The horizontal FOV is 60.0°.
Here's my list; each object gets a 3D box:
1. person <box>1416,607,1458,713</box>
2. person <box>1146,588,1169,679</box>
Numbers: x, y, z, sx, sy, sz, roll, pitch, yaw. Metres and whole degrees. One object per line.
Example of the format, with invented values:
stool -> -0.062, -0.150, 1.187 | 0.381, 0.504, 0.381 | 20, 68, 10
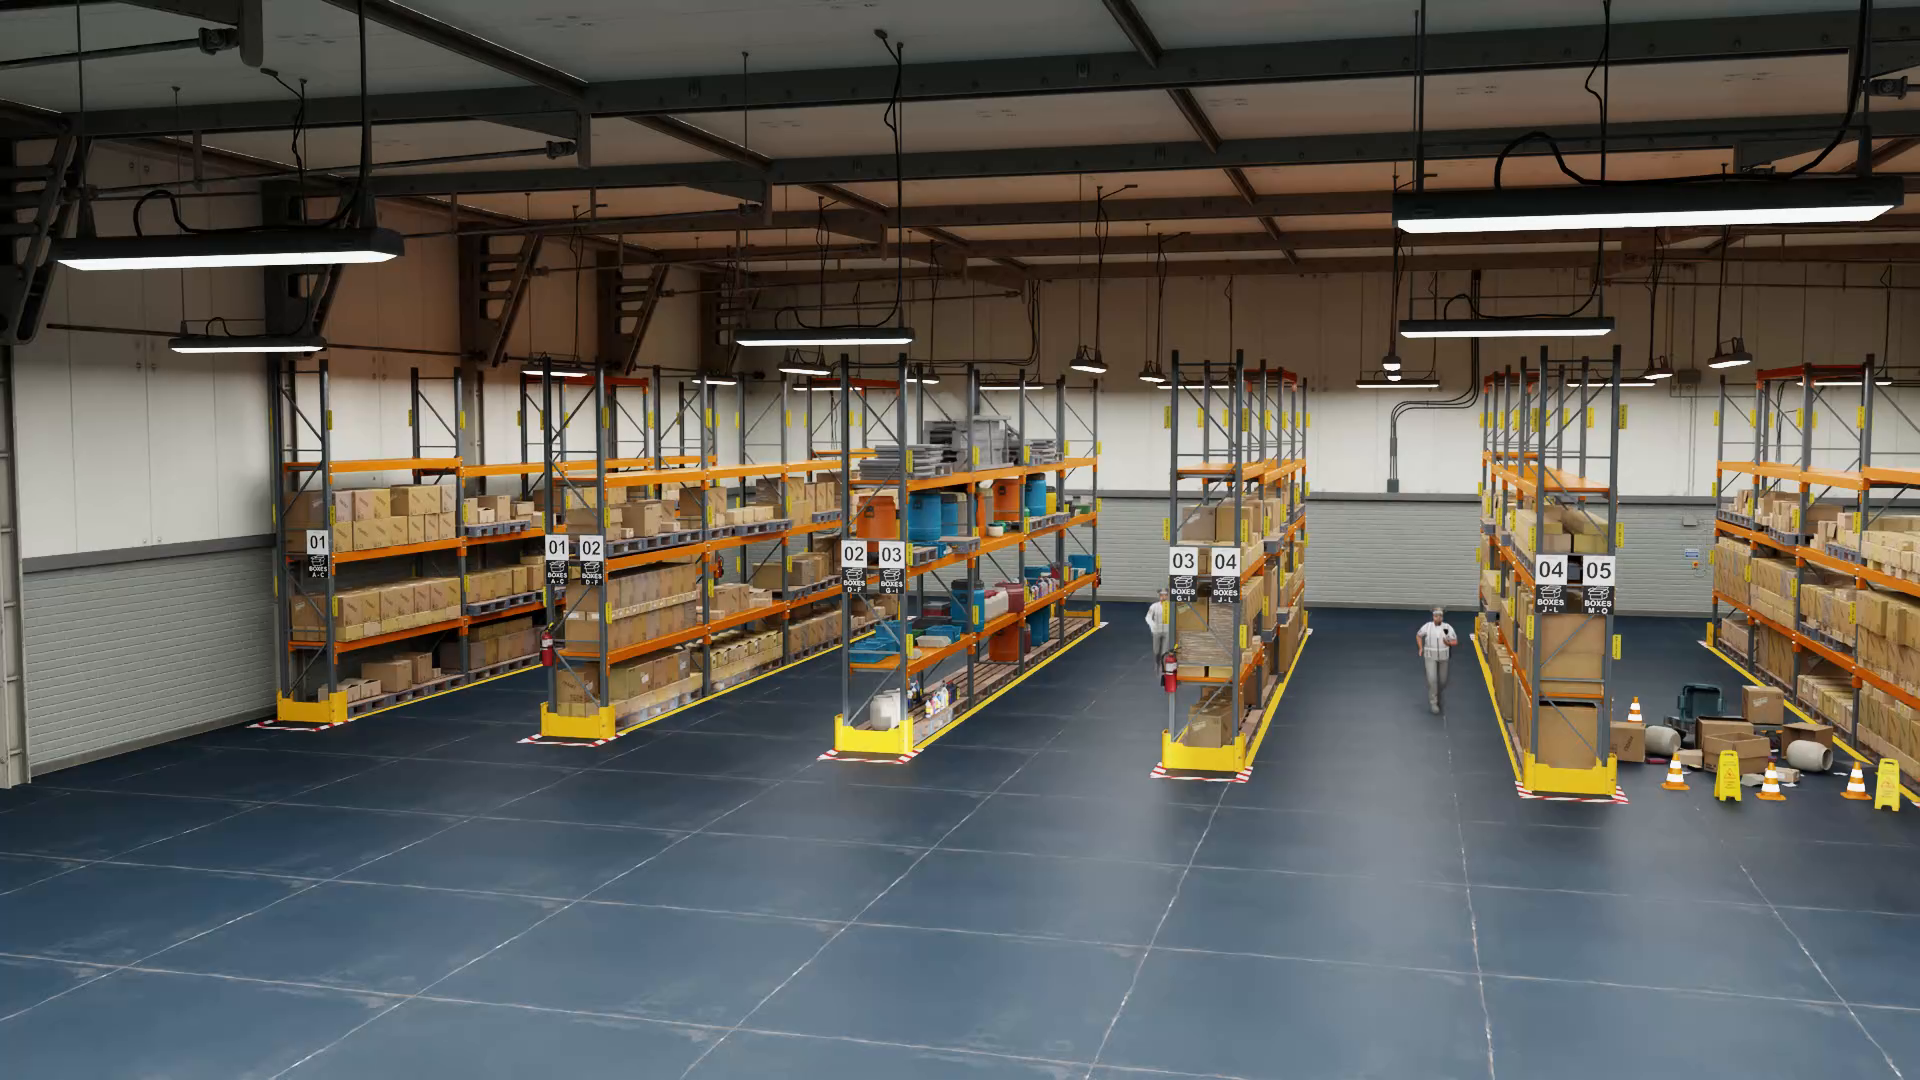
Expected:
person -> 8.234, 2.031, 28.688 | 0.662, 1.768, 0.989 | 1, 4, 7
person -> 3.697, 1.699, 30.355 | 0.599, 1.667, 0.497 | 0, 4, 5
